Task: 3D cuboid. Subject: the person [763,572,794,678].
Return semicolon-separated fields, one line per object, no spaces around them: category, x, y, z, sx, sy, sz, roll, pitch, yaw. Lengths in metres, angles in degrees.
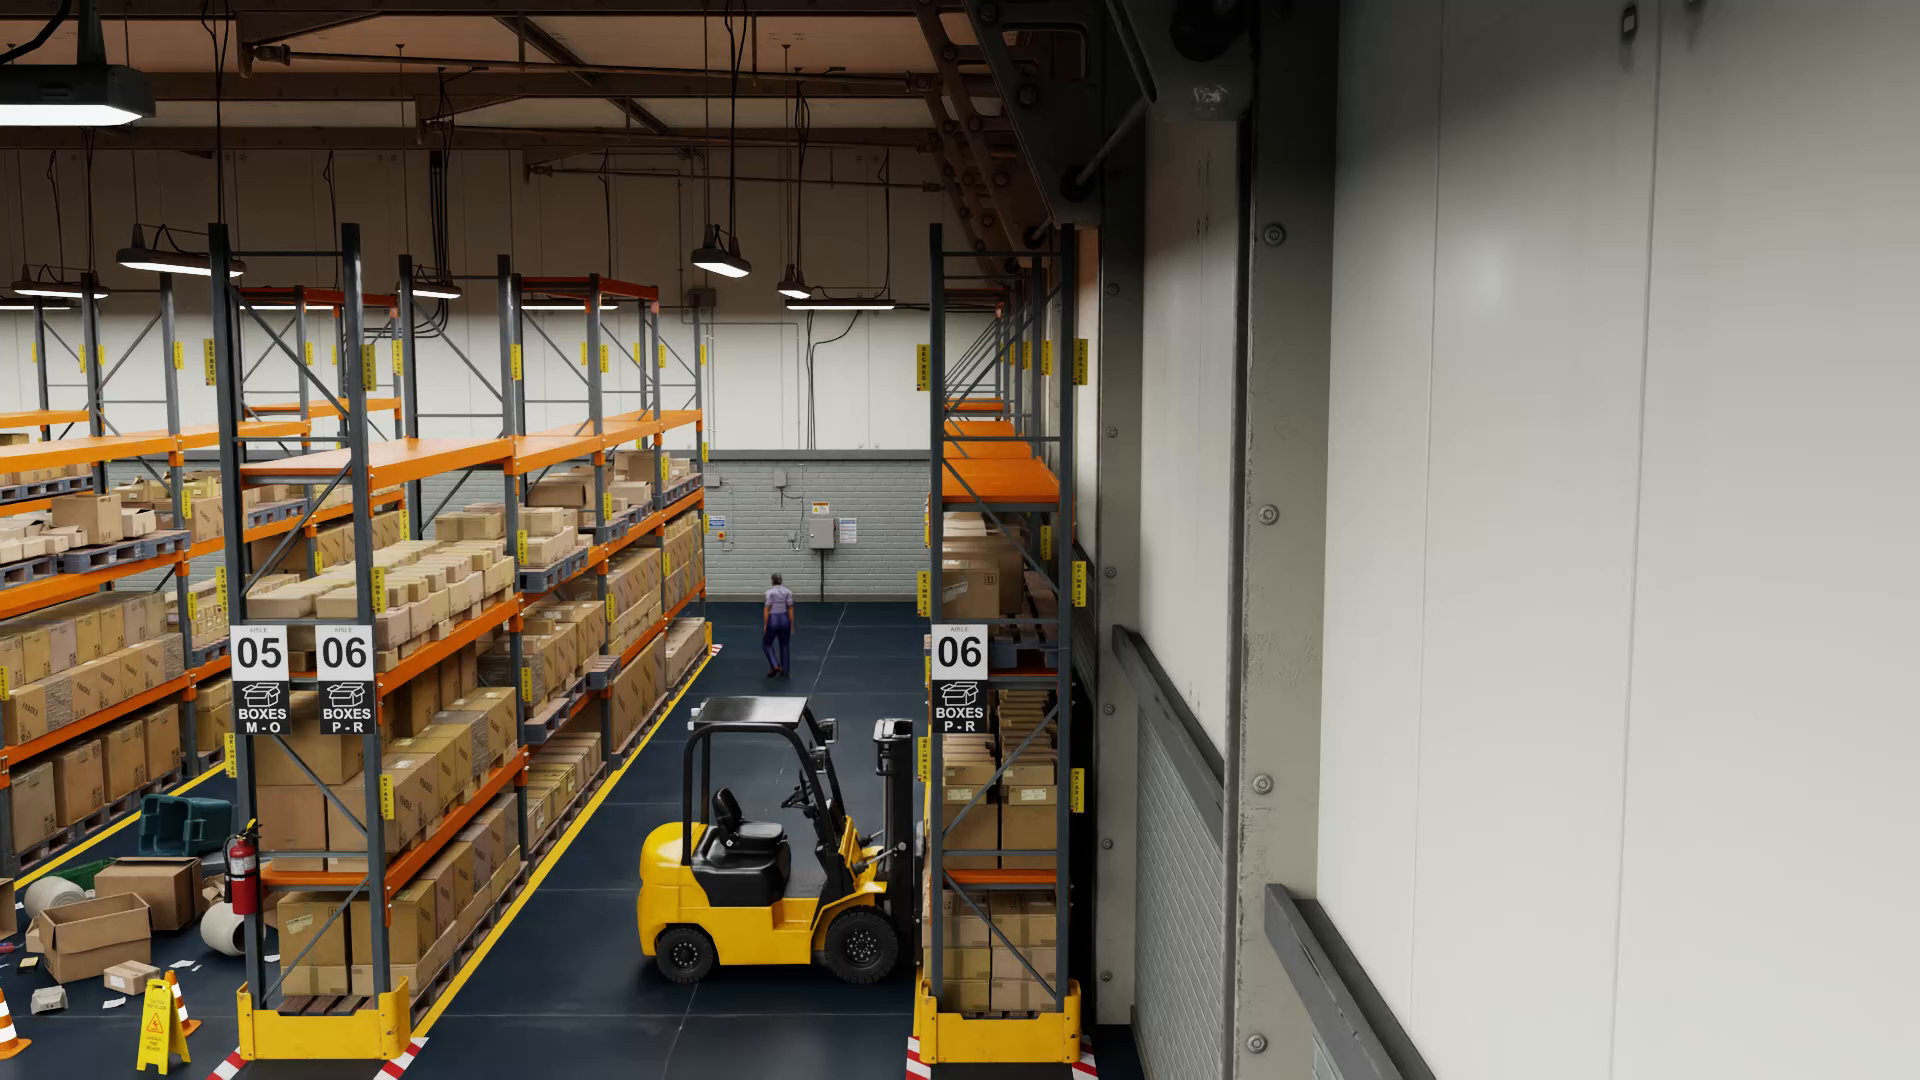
person;-2.814;1.331;25.906;0.502;1.650;0.468;-4;8;-28
